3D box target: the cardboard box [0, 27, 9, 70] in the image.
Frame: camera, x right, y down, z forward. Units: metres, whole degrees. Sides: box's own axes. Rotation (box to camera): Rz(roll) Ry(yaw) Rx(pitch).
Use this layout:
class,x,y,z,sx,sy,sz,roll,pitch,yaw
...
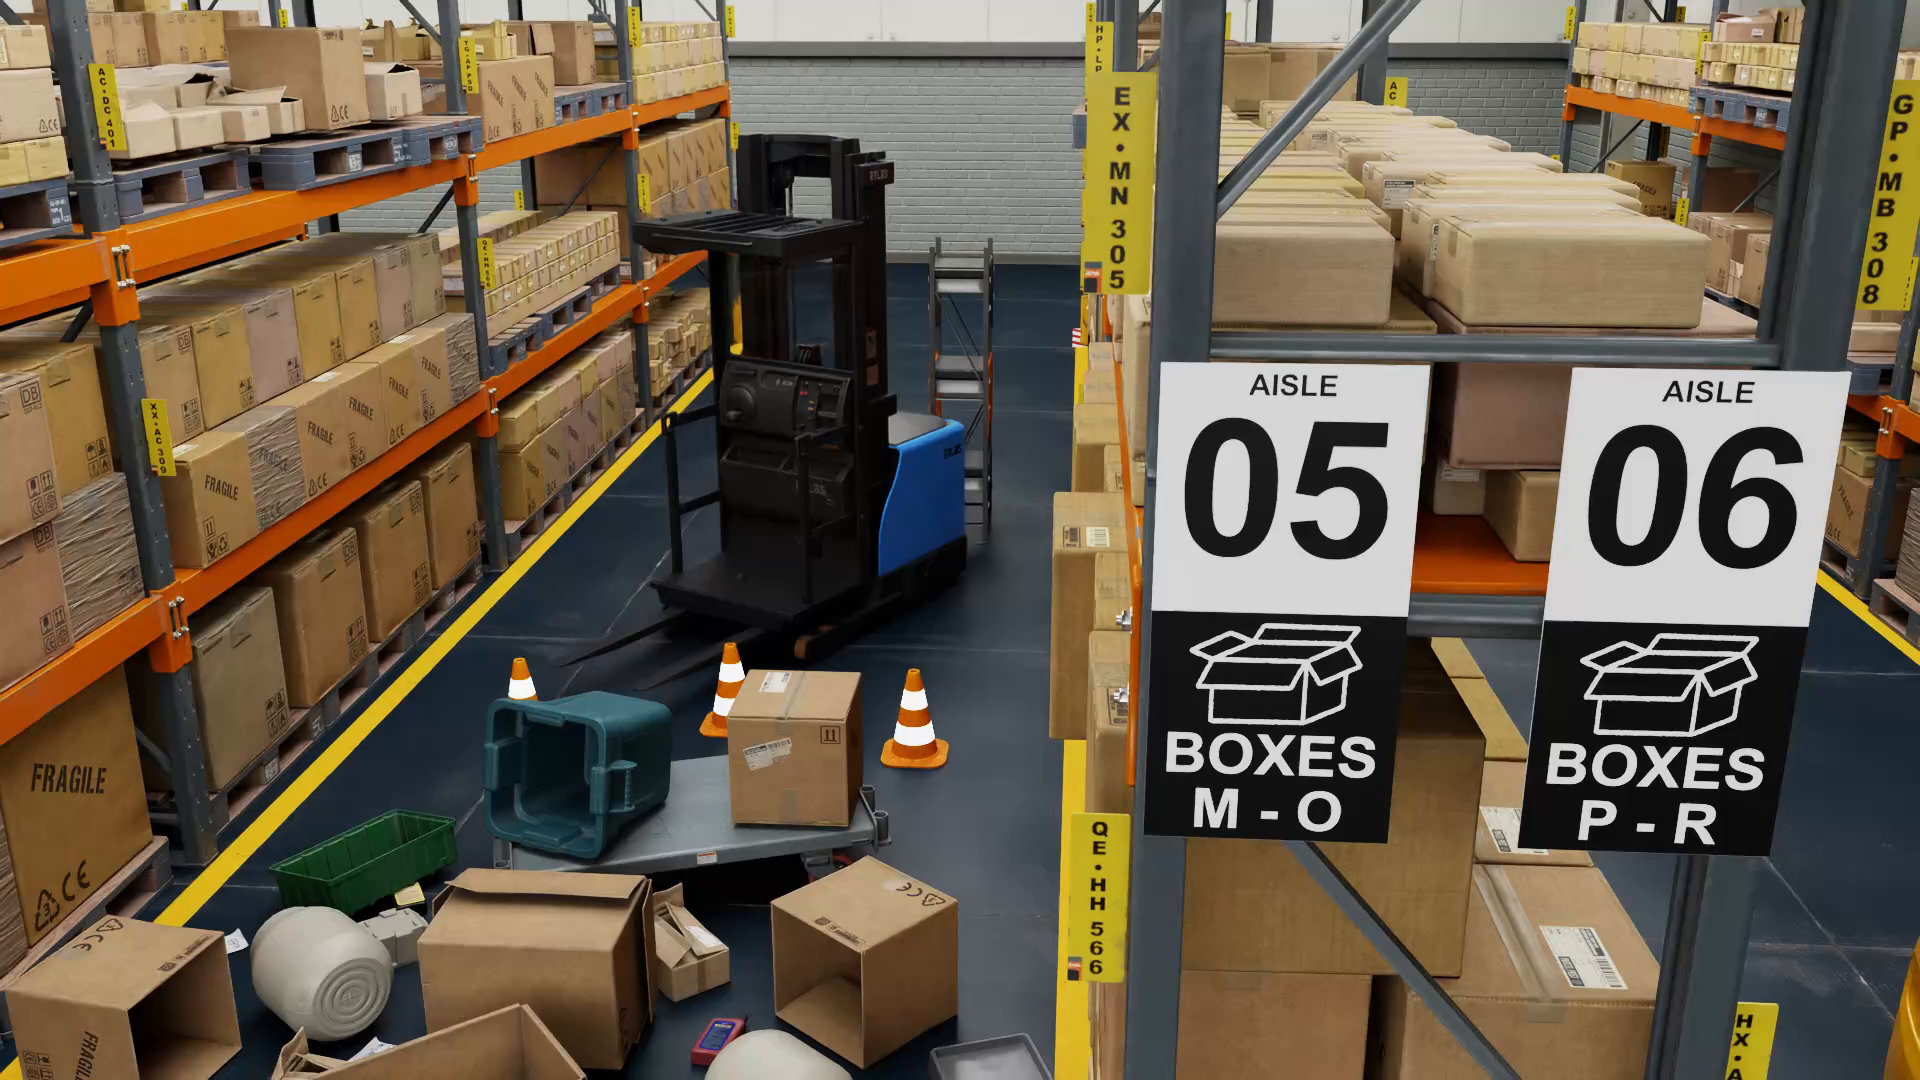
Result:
class,x,y,z,sx,sy,sz,roll,pitch,yaw
cardboard box,-3.595,-1.718,5.821,0.380,0.149,0.250,1,18,4

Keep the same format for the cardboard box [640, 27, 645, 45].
class,x,y,z,sx,sy,sz,roll,pitch,yaw
cardboard box,-2.980,-4.420,14.576,0.380,0.149,0.250,1,18,2

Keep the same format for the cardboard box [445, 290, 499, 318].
class,x,y,z,sx,sy,sz,roll,pitch,yaw
cardboard box,-3.347,-1.595,11.225,0.380,0.149,0.250,2,18,6

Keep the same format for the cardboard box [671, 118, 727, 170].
class,x,y,z,sx,sy,sz,roll,pitch,yaw
cardboard box,-2.793,-4.229,17.768,0.500,0.500,0.500,1,18,3

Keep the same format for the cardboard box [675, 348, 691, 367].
class,x,y,z,sx,sy,sz,roll,pitch,yaw
cardboard box,-2.896,-1.825,16.579,0.380,0.149,0.250,1,18,2

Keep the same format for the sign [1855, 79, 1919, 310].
class,x,y,z,sx,sy,sz,roll,pitch,yaw
sign,1.331,-0.493,2.389,0.100,0.325,0.005,1,18,4

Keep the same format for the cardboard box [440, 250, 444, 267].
class,x,y,z,sx,sy,sz,roll,pitch,yaw
cardboard box,-3.949,-1.996,11.970,0.380,0.149,0.250,2,18,6

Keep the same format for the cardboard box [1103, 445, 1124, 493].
class,x,y,z,sx,sy,sz,roll,pitch,yaw
cardboard box,0.760,0.039,4.744,0.700,0.500,0.500,1,18,4

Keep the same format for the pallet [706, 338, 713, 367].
class,x,y,z,sx,sy,sz,roll,pitch,yaw
pallet,-3.107,-2.112,18.031,1.003,0.211,1.213,1,18,4

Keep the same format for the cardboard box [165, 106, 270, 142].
class,x,y,z,sx,sy,sz,roll,pitch,yaw
cardboard box,-3.508,-1.968,7.864,0.380,0.149,0.250,1,18,4

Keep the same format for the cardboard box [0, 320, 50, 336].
class,x,y,z,sx,sy,sz,roll,pitch,yaw
cardboard box,-8.324,-1.325,13.889,1.225,0.875,0.875,1,18,2

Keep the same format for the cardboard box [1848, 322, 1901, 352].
class,x,y,z,sx,sy,sz,roll,pitch,yaw
cardboard box,5.979,-1.332,10.900,0.380,0.149,0.250,2,18,5

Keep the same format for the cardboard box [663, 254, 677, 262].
class,x,y,z,sx,sy,sz,roll,pitch,yaw
cardboard box,-2.928,-2.759,15.928,0.380,0.149,0.250,2,18,5

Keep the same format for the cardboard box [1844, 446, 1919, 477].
class,x,y,z,sx,sy,sz,roll,pitch,yaw
cardboard box,6.097,-0.518,10.985,0.380,0.149,0.250,0,18,1

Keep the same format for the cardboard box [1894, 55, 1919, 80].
class,x,y,z,sx,sy,sz,roll,pitch,yaw
cardboard box,6.137,-3.001,10.569,0.380,0.149,0.250,1,18,2

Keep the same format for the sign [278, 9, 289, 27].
class,x,y,z,sx,sy,sz,roll,pitch,yaw
sign,-7.408,-5.647,18.227,0.100,0.325,0.005,1,18,4

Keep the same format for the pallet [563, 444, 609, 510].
class,x,y,z,sx,sy,sz,roll,pitch,yaw
pallet,-3.434,-0.523,13.181,1.003,0.211,1.213,1,18,4

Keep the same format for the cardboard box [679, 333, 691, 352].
class,x,y,z,sx,sy,sz,roll,pitch,yaw
cardboard box,-2.893,-1.965,16.528,0.380,0.149,0.250,1,18,3

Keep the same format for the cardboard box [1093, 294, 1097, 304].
class,x,y,z,sx,sy,sz,roll,pitch,yaw
cardboard box,1.139,-1.838,10.948,0.500,0.500,0.500,1,18,2

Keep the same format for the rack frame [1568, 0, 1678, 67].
class,x,y,z,sx,sy,sz,roll,pitch,yaw
rack frame,6.888,-6.375,16.926,1.000,3.000,0.127,1,18,4

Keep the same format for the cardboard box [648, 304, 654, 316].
class,x,y,z,sx,sy,sz,roll,pitch,yaw
cardboard box,-3.395,-2.356,17.246,0.380,0.149,0.250,2,18,6

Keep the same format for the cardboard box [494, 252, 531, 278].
class,x,y,z,sx,sy,sz,roll,pitch,yaw
cardboard box,-3.297,-1.972,11.897,0.380,0.149,0.250,1,18,2

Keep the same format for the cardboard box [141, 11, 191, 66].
class,x,y,z,sx,sy,sz,roll,pitch,yaw
cardboard box,-8.016,-4.903,16.256,0.700,0.500,0.500,2,18,6

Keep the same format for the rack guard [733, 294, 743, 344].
class,x,y,z,sx,sy,sz,roll,pitch,yaw
rack guard,-3.013,-2.501,18.753,1.175,0.500,0.348,1,18,4

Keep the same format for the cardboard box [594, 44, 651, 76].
class,x,y,z,sx,sy,sz,roll,pitch,yaw
cardboard box,-3.021,-4.206,14.563,0.500,0.250,0.500,2,18,6

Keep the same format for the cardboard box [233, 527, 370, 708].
class,x,y,z,sx,sy,sz,roll,pitch,yaw
cardboard box,-3.841,0.390,8.855,1.050,0.750,0.750,1,18,4

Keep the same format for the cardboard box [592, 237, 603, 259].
class,x,y,z,sx,sy,sz,roll,pitch,yaw
cardboard box,-3.165,-2.405,13.697,0.380,0.149,0.250,2,18,6

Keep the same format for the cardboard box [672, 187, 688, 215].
class,x,y,z,sx,sy,sz,roll,pitch,yaw
cardboard box,-2.908,-3.117,15.979,0.500,0.500,0.500,1,18,3

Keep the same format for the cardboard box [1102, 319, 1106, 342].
class,x,y,z,sx,sy,sz,roll,pitch,yaw
cardboard box,0.995,-0.920,8.602,0.500,0.500,0.500,1,18,2

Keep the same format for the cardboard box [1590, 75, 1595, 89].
class,x,y,z,sx,sy,sz,roll,pitch,yaw
cardboard box,6.640,-4.654,16.895,0.380,0.149,0.250,2,18,5

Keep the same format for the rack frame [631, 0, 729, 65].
class,x,y,z,sx,sy,sz,roll,pitch,yaw
rack frame,-3.008,-6.563,17.502,1.000,3.000,0.127,1,18,4

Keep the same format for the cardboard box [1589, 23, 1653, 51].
class,x,y,z,sx,sy,sz,roll,pitch,yaw
cardboard box,6.550,-4.967,16.408,0.500,0.250,0.500,1,18,4

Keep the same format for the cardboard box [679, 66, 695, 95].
class,x,y,z,sx,sy,sz,roll,pitch,yaw
cardboard box,-2.873,-4.442,16.084,0.500,0.250,0.500,2,18,6

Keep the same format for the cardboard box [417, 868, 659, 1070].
class,x,y,z,sx,sy,sz,roll,pitch,yaw
cardboard box,-1.551,1.565,6.121,0.797,0.637,0.503,1,18,4

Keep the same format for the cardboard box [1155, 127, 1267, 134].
class,x,y,z,sx,sy,sz,roll,pitch,yaw
cardboard box,0.689,-1.095,4.754,0.380,0.149,0.250,1,18,3

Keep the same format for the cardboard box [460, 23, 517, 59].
class,x,y,z,sx,sy,sz,roll,pitch,yaw
cardboard box,-3.262,-3.424,11.349,0.396,0.266,0.258,1,18,4

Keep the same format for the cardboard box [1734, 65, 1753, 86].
class,x,y,z,sx,sy,sz,roll,pitch,yaw
cardboard box,6.106,-3.514,12.580,0.380,0.149,0.250,2,18,5

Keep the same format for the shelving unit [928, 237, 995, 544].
class,x,y,z,sx,sy,sz,roll,pitch,yaw
shelving unit,0.012,-1.049,11.753,0.431,2.100,0.503,1,18,4

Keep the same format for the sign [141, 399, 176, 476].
class,x,y,z,sx,sy,sz,roll,pitch,yaw
sign,-3.315,-0.423,6.878,0.100,0.325,0.005,1,18,4

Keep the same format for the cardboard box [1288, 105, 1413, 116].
class,x,y,z,sx,sy,sz,roll,pitch,yaw
cardboard box,1.329,-1.406,5.701,0.380,0.149,0.250,1,18,3

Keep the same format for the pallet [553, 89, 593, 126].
class,x,y,z,sx,sy,sz,roll,pitch,yaw
pallet,-3.517,-3.295,12.646,1.213,0.211,1.003,1,18,4

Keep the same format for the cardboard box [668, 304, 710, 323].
class,x,y,z,sx,sy,sz,roll,pitch,yaw
cardboard box,-2.806,-2.346,17.215,0.380,0.149,0.250,2,18,6

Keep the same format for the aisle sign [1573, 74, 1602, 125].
class,x,y,z,sx,sy,sz,roll,pitch,yaw
aisle sign,6.600,-4.787,17.540,0.394,0.787,0.004,1,18,4

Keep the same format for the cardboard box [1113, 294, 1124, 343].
class,x,y,z,sx,sy,sz,roll,pitch,yaw
cardboard box,0.627,-0.642,4.011,0.500,0.250,0.500,2,18,5

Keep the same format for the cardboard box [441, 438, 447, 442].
class,x,y,z,sx,sy,sz,roll,pitch,yaw
cardboard box,-3.794,-0.814,11.726,0.500,0.250,0.500,1,18,3

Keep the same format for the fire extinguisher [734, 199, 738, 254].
class,x,y,z,sx,sy,sz,roll,pitch,yaw
fire extinguisher,-2.530,-3.567,18.713,0.296,0.674,0.183,1,18,4

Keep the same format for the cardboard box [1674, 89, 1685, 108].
class,x,y,z,sx,sy,sz,roll,pitch,yaw
cardboard box,6.353,-3.782,14.233,0.380,0.149,0.250,1,18,4

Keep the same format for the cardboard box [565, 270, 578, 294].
class,x,y,z,sx,sy,sz,roll,pitch,yaw
cardboard box,-3.216,-2.018,12.993,0.380,0.149,0.250,2,18,6

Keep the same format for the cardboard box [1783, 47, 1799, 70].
class,x,y,z,sx,sy,sz,roll,pitch,yaw
cardboard box,6.090,-3.413,11.796,0.380,0.149,0.250,1,18,4

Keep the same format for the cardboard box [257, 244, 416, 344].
class,x,y,z,sx,sy,sz,roll,pitch,yaw
cardboard box,-3.659,-1.454,9.778,0.700,0.500,0.500,1,18,3

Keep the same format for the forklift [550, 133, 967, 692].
class,x,y,z,sx,sy,sz,roll,pitch,yaw
forklift,-1.164,-0.839,9.777,1.130,2.935,3.031,11,21,30

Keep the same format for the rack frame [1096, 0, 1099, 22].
class,x,y,z,sx,sy,sz,roll,pitch,yaw
rack frame,1.937,-6.484,17.260,1.000,3.000,0.127,1,18,4

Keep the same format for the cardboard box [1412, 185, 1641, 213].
class,x,y,z,sx,sy,sz,roll,pitch,yaw
cardboard box,1.100,-0.610,3.273,0.380,0.149,0.250,1,18,4
